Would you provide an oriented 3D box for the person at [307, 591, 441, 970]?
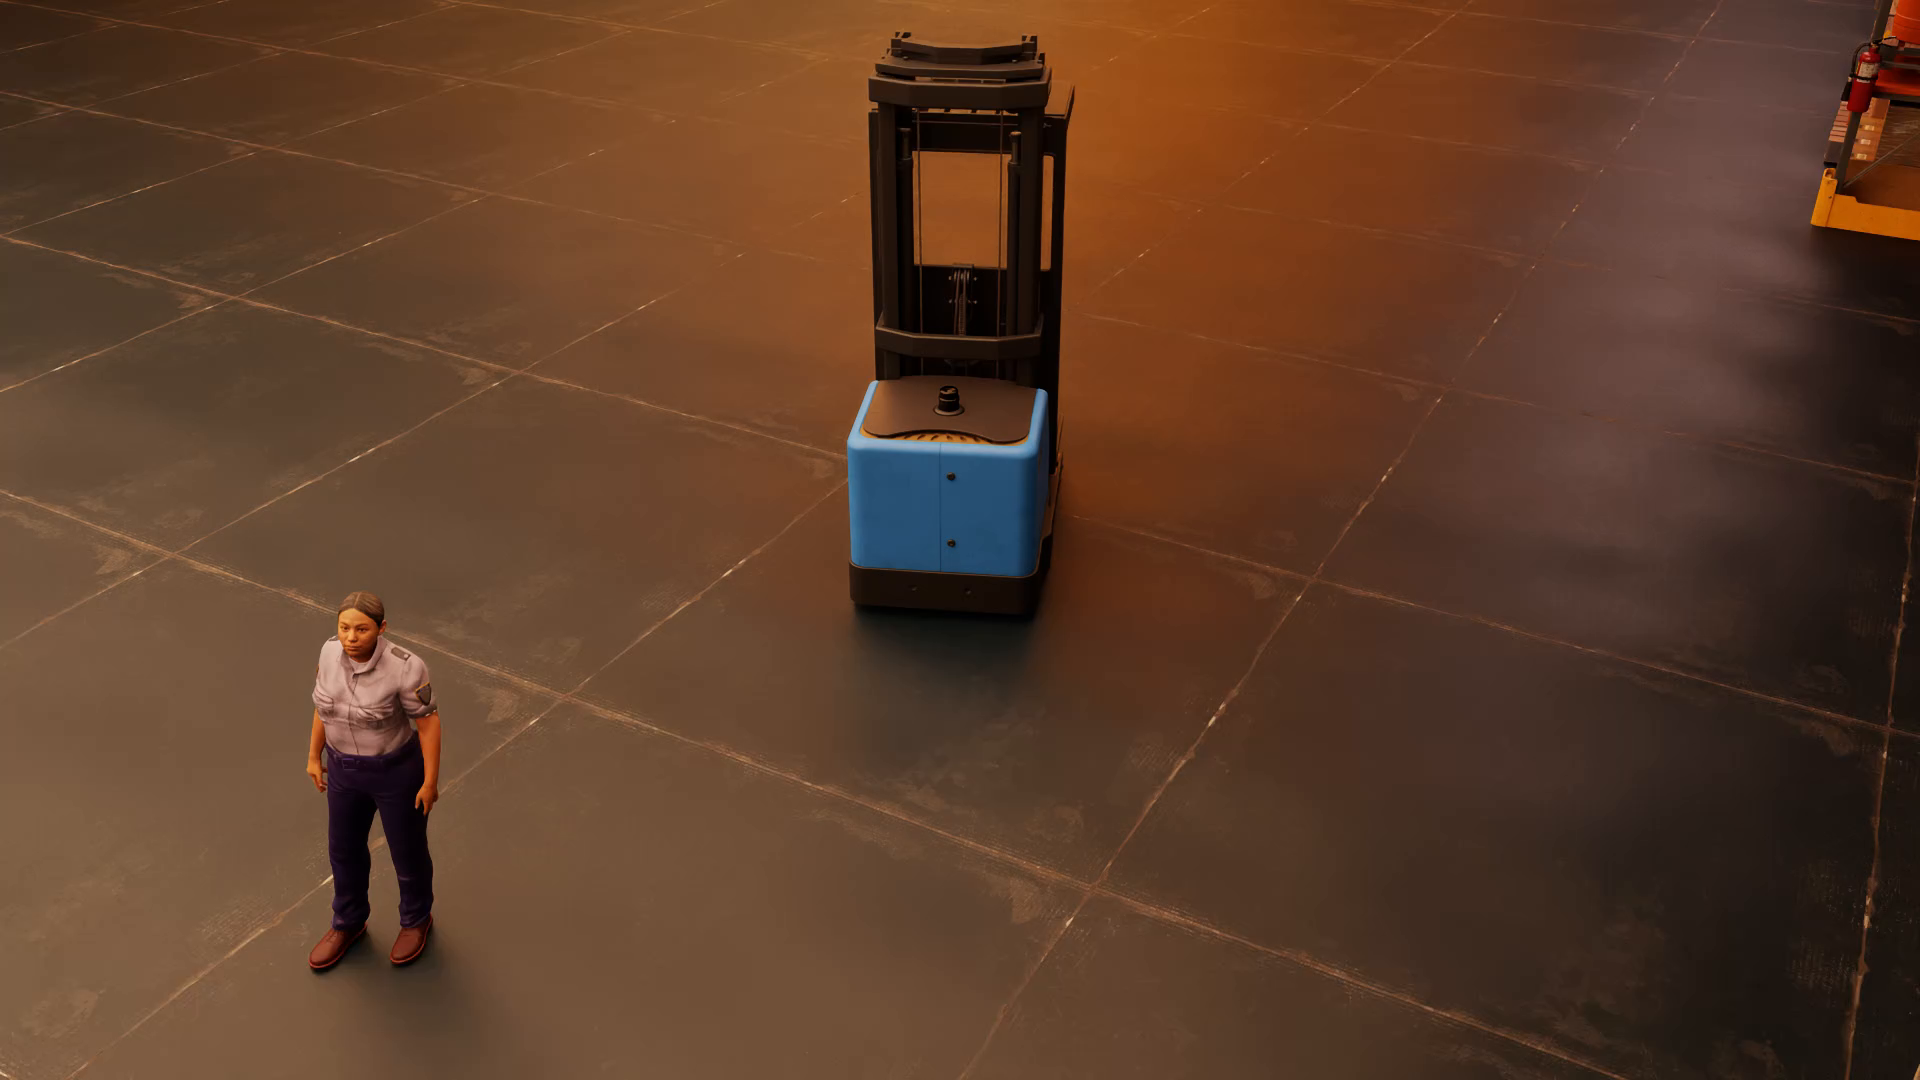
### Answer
[{"bbox_3d":[-2.379,0.985,6.641,0.599,1.644,0.504,7,31,12],"label":"person"}]

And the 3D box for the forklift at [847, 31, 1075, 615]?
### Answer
[{"bbox_3d":[0.072,-1.572,9.794,1.130,2.935,3.031,3,30,6],"label":"forklift"}]
